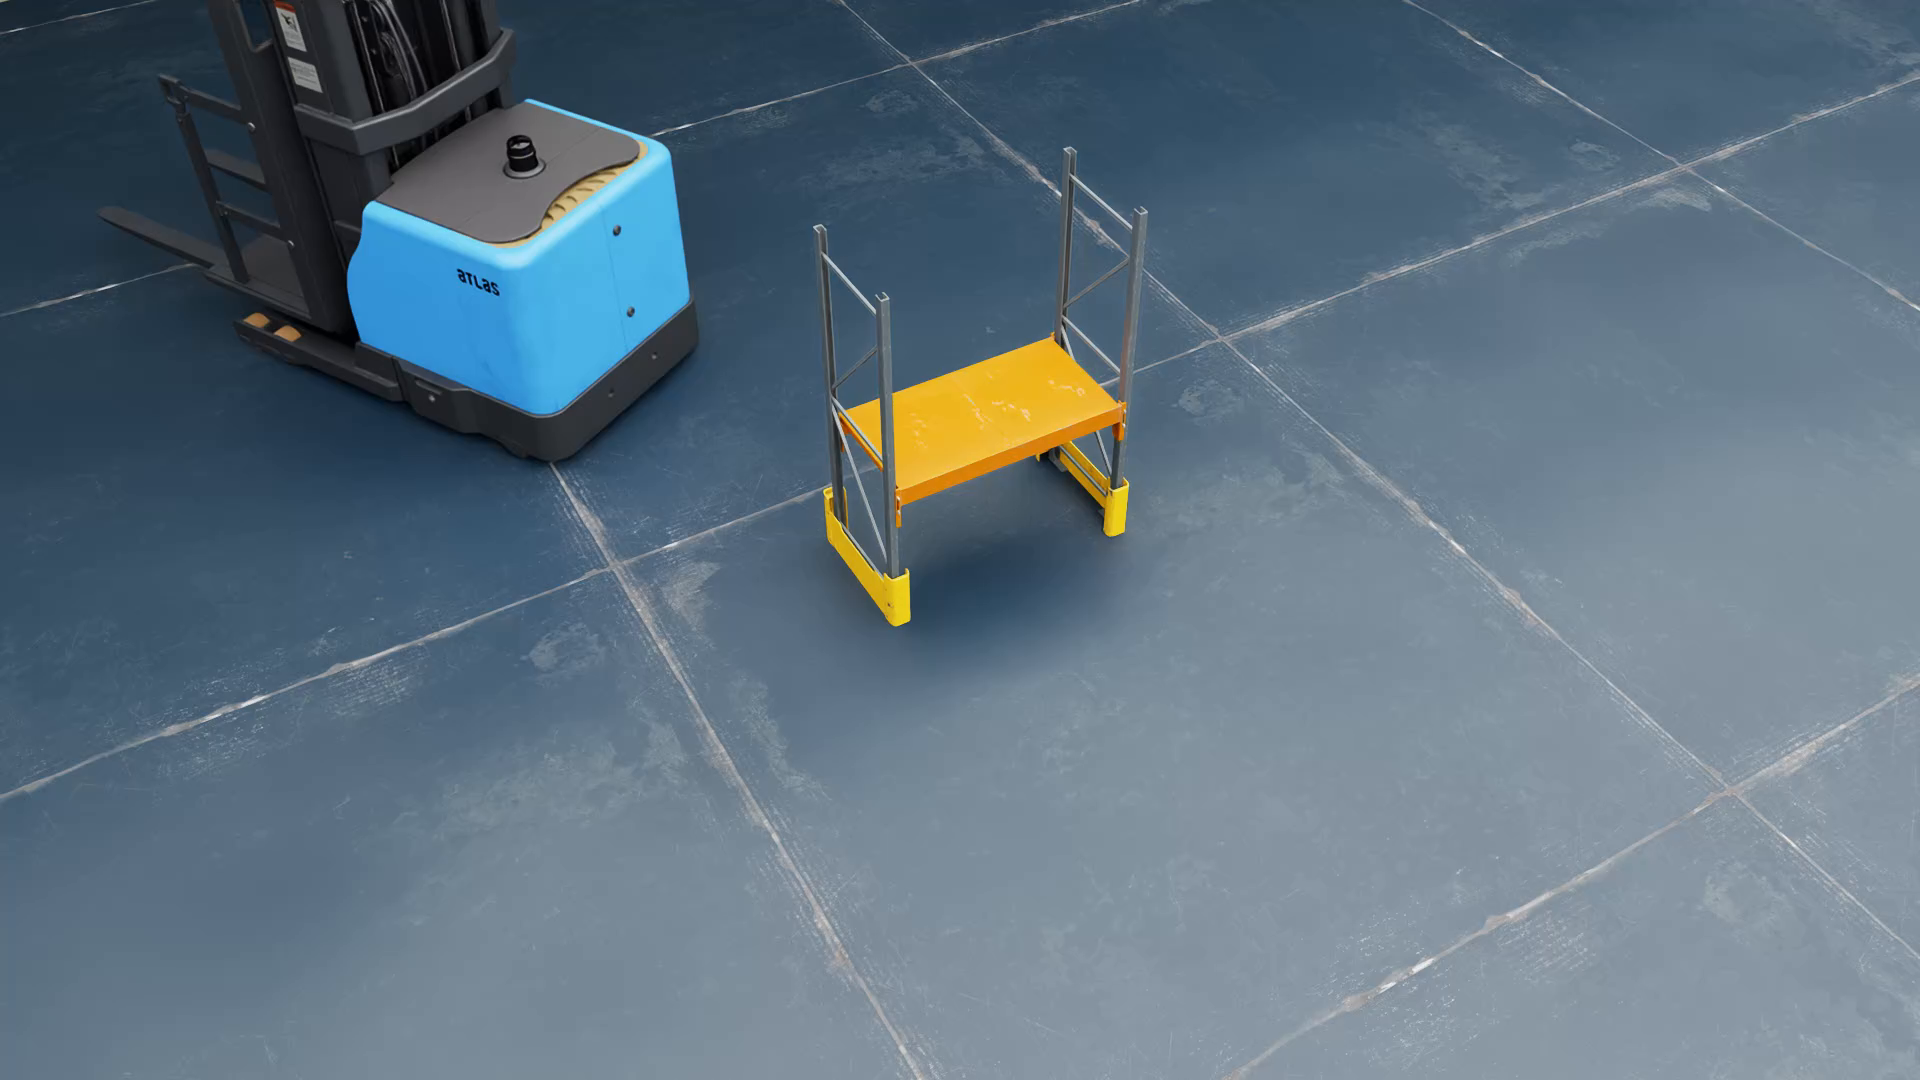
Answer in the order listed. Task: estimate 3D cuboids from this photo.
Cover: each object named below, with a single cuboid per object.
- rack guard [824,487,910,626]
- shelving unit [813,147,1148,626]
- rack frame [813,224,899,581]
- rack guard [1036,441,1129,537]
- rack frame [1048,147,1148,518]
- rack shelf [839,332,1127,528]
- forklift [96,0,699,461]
[{"bbox_3d":[-0.366,0.057,6.512,0.087,0.250,0.587,-22,48,-21],"label":"rack guard"},{"bbox_3d":[0.066,-0.565,6.255,1.083,1.500,0.587,-22,48,-21],"label":"shelving unit"},{"bbox_3d":[-0.367,-0.391,6.076,0.032,1.500,0.500,-22,48,-21],"label":"rack frame"},{"bbox_3d":[0.498,-0.289,6.868,0.087,0.250,0.587,-22,48,-21],"label":"rack guard"},{"bbox_3d":[0.515,-0.744,6.440,0.032,1.500,0.500,-22,48,-21],"label":"rack frame"},{"bbox_3d":[0.074,-0.439,6.383,1.000,0.185,0.538,-22,48,-21],"label":"rack shelf"},{"bbox_3d":[-2.721,-2.153,6.864,3.031,2.935,1.130,22,48,21],"label":"forklift"}]
